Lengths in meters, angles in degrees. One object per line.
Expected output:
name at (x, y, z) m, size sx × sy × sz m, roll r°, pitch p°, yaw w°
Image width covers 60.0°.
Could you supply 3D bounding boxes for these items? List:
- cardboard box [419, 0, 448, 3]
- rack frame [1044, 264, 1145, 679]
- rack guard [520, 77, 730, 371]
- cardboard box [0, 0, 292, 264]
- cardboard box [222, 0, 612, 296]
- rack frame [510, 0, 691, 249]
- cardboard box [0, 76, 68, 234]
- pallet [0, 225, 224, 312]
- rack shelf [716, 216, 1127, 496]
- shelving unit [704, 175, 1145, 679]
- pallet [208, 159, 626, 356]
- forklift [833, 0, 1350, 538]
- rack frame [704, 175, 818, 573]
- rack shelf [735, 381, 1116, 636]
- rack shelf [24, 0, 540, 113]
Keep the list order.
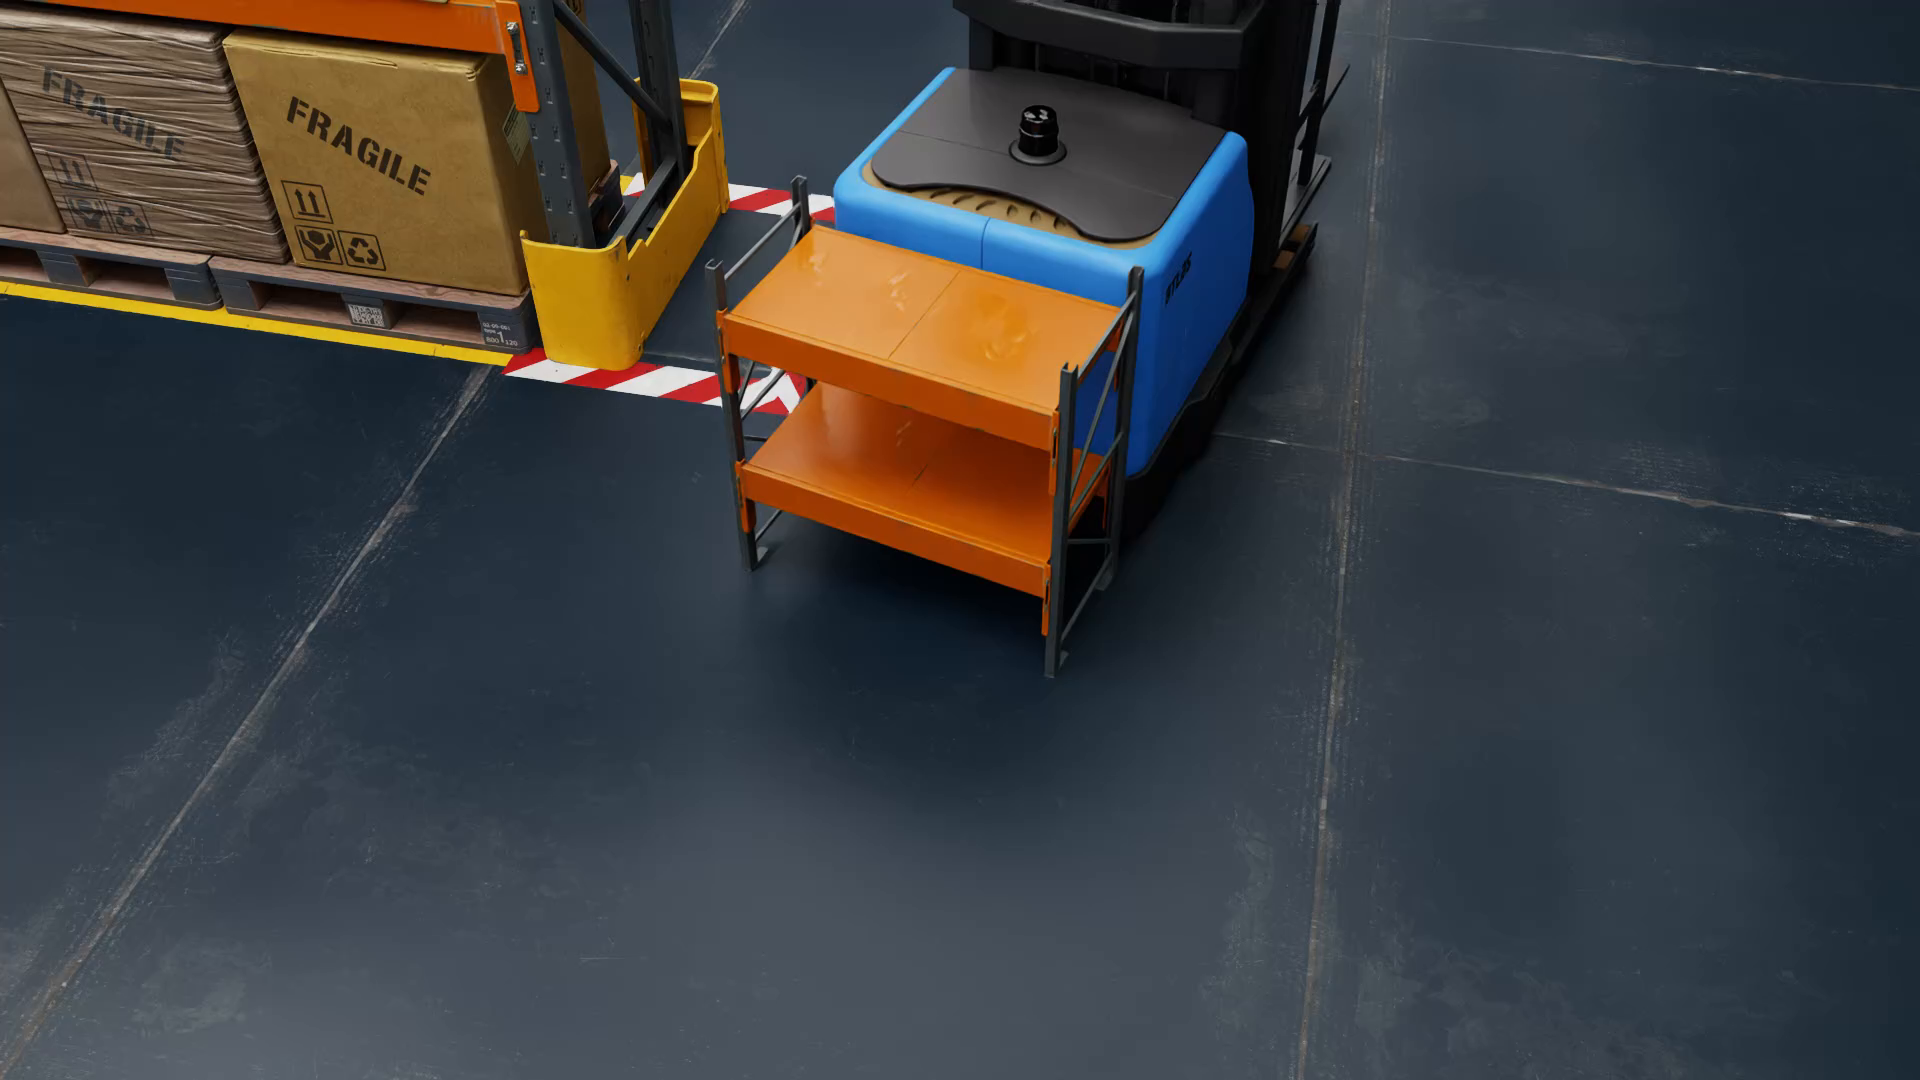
cardboard box at (-1.643, -1.834, 5.174) m, size 0.250 × 0.149 × 0.380 m, roll 10°, pitch 45°, yaw 10°
rack frame at (0.366, -0.161, 4.606) m, size 0.032 × 1.125 × 0.500 m, roll 18°, pitch 47°, yaw 18°
rack guard at (-1.200, -1.189, 6.125) m, size 0.348 × 0.500 × 1.175 m, roll 9°, pitch 45°, yaw 9°
cardboard box at (-2.754, -1.660, 6.041) m, size 0.875 × 0.875 × 0.875 m, roll 9°, pitch 45°, yaw 9°
cardboard box at (-1.866, -1.522, 5.898) m, size 0.875 × 0.875 × 0.875 m, roll 9°, pitch 45°, yaw 9°
rack frame at (-1.224, -2.094, 5.262) m, size 0.127 × 3.000 × 1.000 m, roll 9°, pitch 45°, yaw 9°
cardboard box at (-3.622, -1.795, 6.181) m, size 0.875 × 0.875 × 0.875 m, roll 9°, pitch 45°, yaw 9°
pallet at (-3.208, -1.343, 6.493) m, size 1.213 × 0.211 × 1.003 m, roll 9°, pitch 45°, yaw 9°
rack shelf at (-0.093, -0.524, 4.561) m, size 1.000 × 0.278 × 0.538 m, roll 18°, pitch 47°, yaw 18°
shelving unit at (-0.093, -0.313, 4.764) m, size 1.048 × 1.125 × 0.538 m, roll 18°, pitch 47°, yaw 18°
pallet at (-2.021, -1.157, 6.300) m, size 1.213 × 0.211 × 1.003 m, roll 9°, pitch 45°, yaw 9°
forklift at (0.702, -2.089, 5.307) m, size 1.130 × 2.935 × 3.031 m, roll 18°, pitch 47°, yaw 18°
rack frame at (-0.552, -0.465, 4.922) m, size 0.032 × 1.125 × 0.500 m, roll 18°, pitch 47°, yaw 18°
rack shelf at (-0.093, -0.137, 4.934) m, size 1.000 × 0.278 × 0.538 m, roll 18°, pitch 47°, yaw 18°
rack shelf at (-3.175, -2.137, 5.826) m, size 4.000 × 0.370 × 1.077 m, roll 9°, pitch 45°, yaw 9°
